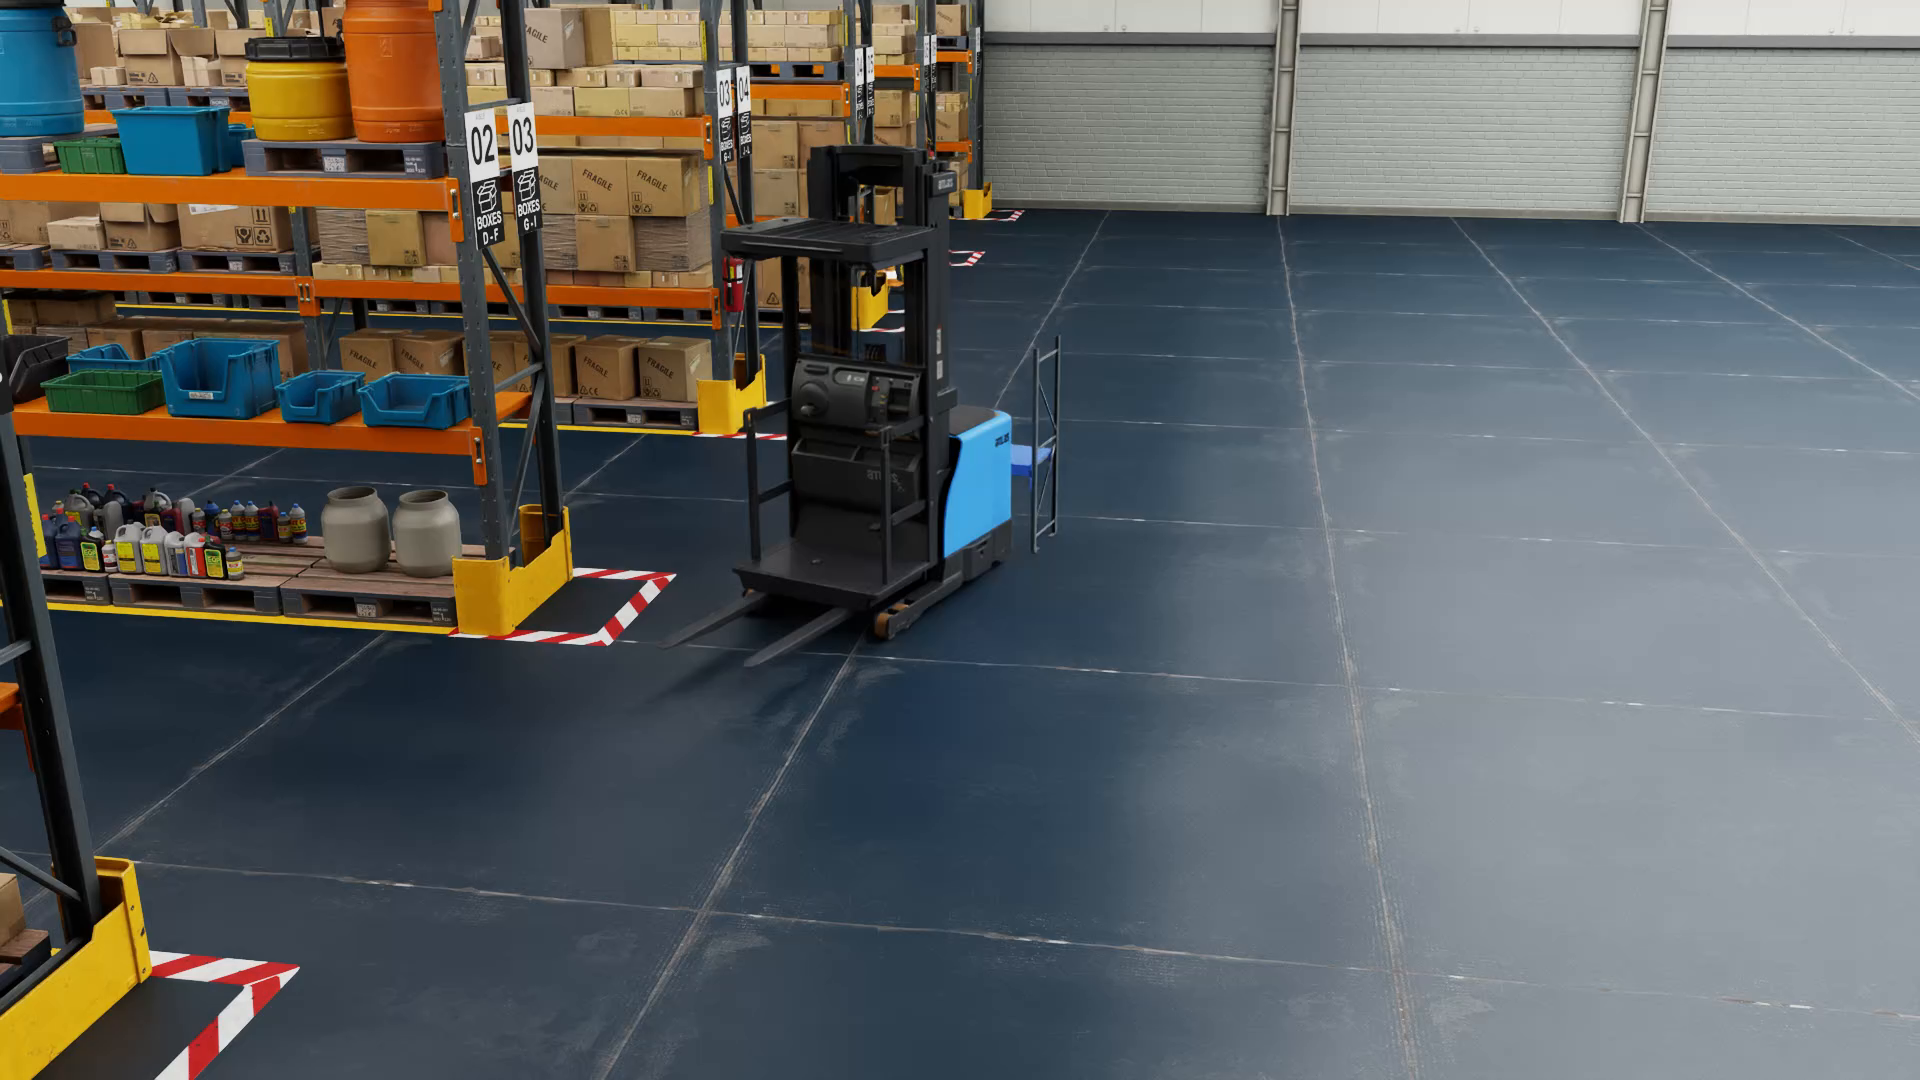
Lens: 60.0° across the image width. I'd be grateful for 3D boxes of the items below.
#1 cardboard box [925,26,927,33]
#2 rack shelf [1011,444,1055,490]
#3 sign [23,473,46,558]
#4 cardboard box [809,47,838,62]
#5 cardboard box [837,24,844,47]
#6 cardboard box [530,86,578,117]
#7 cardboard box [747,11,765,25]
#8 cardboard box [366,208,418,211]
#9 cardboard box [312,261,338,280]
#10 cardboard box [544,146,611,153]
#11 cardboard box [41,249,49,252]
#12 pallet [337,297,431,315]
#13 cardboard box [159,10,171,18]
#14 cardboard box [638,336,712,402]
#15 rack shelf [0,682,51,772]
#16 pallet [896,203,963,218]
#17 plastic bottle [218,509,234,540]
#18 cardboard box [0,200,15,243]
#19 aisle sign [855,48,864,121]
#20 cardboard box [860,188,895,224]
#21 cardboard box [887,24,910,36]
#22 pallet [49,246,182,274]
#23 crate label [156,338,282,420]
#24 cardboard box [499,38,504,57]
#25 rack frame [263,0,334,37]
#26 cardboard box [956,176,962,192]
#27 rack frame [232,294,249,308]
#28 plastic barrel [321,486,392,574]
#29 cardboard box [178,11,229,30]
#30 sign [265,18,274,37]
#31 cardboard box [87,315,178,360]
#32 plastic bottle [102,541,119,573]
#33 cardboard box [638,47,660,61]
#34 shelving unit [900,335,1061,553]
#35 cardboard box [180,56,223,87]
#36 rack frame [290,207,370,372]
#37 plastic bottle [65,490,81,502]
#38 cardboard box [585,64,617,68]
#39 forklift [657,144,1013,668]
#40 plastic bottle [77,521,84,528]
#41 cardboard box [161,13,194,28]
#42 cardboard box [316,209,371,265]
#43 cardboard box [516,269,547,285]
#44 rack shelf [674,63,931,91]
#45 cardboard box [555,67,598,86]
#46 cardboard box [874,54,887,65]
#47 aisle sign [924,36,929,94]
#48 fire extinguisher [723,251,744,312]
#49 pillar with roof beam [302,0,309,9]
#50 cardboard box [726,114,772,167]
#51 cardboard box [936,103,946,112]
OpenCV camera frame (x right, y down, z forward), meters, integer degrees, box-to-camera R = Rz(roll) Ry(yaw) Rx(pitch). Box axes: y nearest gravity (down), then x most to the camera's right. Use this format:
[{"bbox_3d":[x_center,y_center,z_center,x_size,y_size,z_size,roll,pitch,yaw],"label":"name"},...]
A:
[{"bbox_3d":[-0.576,-8.723,28.494,0.250,0.149,0.380,2,19,7],"label":"cardboard box"},{"bbox_3d":[0.147,-0.583,12.249,1.000,0.185,0.538,7,20,21],"label":"rack shelf"},{"bbox_3d":[-3.547,-0.085,6.340,0.005,0.325,0.100,3,19,9],"label":"sign"},{"bbox_3d":[-1.561,-5.576,19.089,0.250,0.149,0.380,3,19,9],"label":"cardboard box"},{"bbox_3d":[-1.615,-5.959,19.606,0.500,0.250,0.500,3,19,9],"label":"cardboard box"},{"bbox_3d":[-3.580,-3.915,14.786,0.500,0.250,0.500,3,19,10],"label":"cardboard box"},{"bbox_3d":[-2.321,-5.992,19.077,0.250,0.149,0.380,3,19,10],"label":"cardboard box"},{"bbox_3d":[-5.117,-3.303,15.246,0.500,0.500,0.500,3,19,9],"label":"cardboard box"},{"bbox_3d":[-5.850,-2.543,15.573,0.250,0.149,0.380,3,19,9],"label":"cardboard box"},{"bbox_3d":[-3.552,-3.394,15.518,0.500,0.500,0.500,3,19,9],"label":"cardboard box"},{"bbox_3d":[-11.817,-3.586,21.572,0.500,0.500,0.500,4,19,11],"label":"cardboard box"},{"bbox_3d":[-7.110,-3.070,21.146,1.213,0.211,1.003,3,19,9],"label":"pallet"},{"bbox_3d":[-14.610,-9.628,30.605,0.500,0.250,0.500,3,19,8],"label":"cardboard box"},{"bbox_3d":[-2.679,-1.617,15.685,0.500,0.500,0.500,7,20,19],"label":"cardboard box"},{"bbox_3d":[-5.615,0.778,6.386,4.000,0.370,1.077,3,19,9],"label":"rack shelf"},{"bbox_3d":[-0.472,-5.929,29.691,1.213,0.211,1.003,3,19,9],"label":"pallet"},{"bbox_3d":[-5.127,-0.112,11.628,0.097,0.201,0.097,0,18,0],"label":"plastic bottle"},{"bbox_3d":[-9.425,-3.201,16.323,0.500,0.500,0.500,1,19,2],"label":"cardboard box"},{"bbox_3d":[-1.157,-5.250,19.171,0.004,0.787,0.394,3,19,9],"label":"aisle sign"},{"bbox_3d":[-1.270,-5.050,25.159,0.500,0.500,0.500,2,19,7],"label":"cardboard box"},{"bbox_3d":[-0.874,-7.277,23.736,0.250,0.149,0.380,3,19,9],"label":"cardboard box"},{"bbox_3d":[-8.003,-2.791,16.220,1.213,0.211,1.003,3,19,9],"label":"pallet"},{"bbox_3d":[-4.711,-1.039,10.626,0.616,0.435,0.502,3,19,9],"label":"crate label"},{"bbox_3d":[-5.685,-6.030,20.264,0.396,0.266,0.258,3,19,8],"label":"cardboard box"},{"bbox_3d":[-6.015,-5.613,14.895,0.127,3.000,1.000,3,19,9],"label":"rack frame"},{"bbox_3d":[-0.240,-6.285,29.244,0.500,0.250,0.500,3,19,8],"label":"cardboard box"},{"bbox_3d":[-9.078,-4.518,21.078,0.127,3.000,1.000,3,19,9],"label":"rack frame"},{"bbox_3d":[-4.008,-0.068,11.039,0.421,0.512,0.421,0,18,0],"label":"plastic barrel"},{"bbox_3d":[-11.518,-7.809,25.367,0.500,0.500,0.500,3,19,8],"label":"cardboard box"},{"bbox_3d":[-6.099,-4.448,14.707,0.005,0.325,0.100,3,19,9],"label":"sign"},{"bbox_3d":[-8.189,-1.914,16.544,0.500,0.500,0.700,5,19,13],"label":"cardboard box"},{"bbox_3d":[-5.607,0.104,10.981,0.097,0.201,0.097,0,18,0],"label":"plastic bottle"},{"bbox_3d":[-3.565,-5.678,19.395,0.250,0.149,0.380,3,19,9],"label":"cardboard box"},{"bbox_3d":[0.147,-0.754,12.192,1.048,1.500,0.538,7,20,21],"label":"shelving unit"},{"bbox_3d":[-6.959,-4.341,15.374,0.258,0.266,0.396,4,19,11],"label":"cardboard box"},{"bbox_3d":[-6.015,-2.768,15.847,0.127,3.000,1.000,3,19,9],"label":"rack frame"},{"bbox_3d":[-6.273,-0.216,11.808,0.133,0.283,0.061,4,19,11],"label":"plastic bottle"},{"bbox_3d":[-3.307,-4.260,15.188,0.250,0.149,0.380,3,19,9],"label":"cardboard box"},{"bbox_3d":[-0.766,-0.927,10.455,1.130,2.935,3.031,10,21,27],"label":"forklift"},{"bbox_3d":[-5.907,0.009,11.154,0.097,0.271,0.097,0,18,0],"label":"plastic bottle"},{"bbox_3d":[-9.518,-6.290,20.282,0.258,0.266,0.396,3,19,9],"label":"cardboard box"},{"bbox_3d":[-5.580,-2.914,15.659,0.500,0.500,0.875,3,19,9],"label":"cardboard box"},{"bbox_3d":[-3.877,-2.439,15.262,0.250,0.149,0.380,3,19,9],"label":"cardboard box"},{"bbox_3d":[-2.468,-6.853,24.464,4.000,0.370,1.077,3,19,9],"label":"rack shelf"},{"bbox_3d":[-3.391,-4.109,14.737,0.250,0.149,0.380,3,19,9],"label":"cardboard box"},{"bbox_3d":[-1.141,-6.907,23.887,0.250,0.149,0.380,3,19,9],"label":"cardboard box"},{"bbox_3d":[-0.478,-6.810,23.831,0.004,0.787,0.394,3,19,9],"label":"aisle sign"},{"bbox_3d":[-2.026,-2.379,14.809,0.183,0.674,0.296,3,19,9],"label":"fire extinguisher"},{"bbox_3d":[-12.785,-9.644,26.944,0.400,9.000,9.100,3,19,9],"label":"pillar with roof beam"},{"bbox_3d":[-2.628,-4.799,19.979,0.550,0.550,0.875,3,19,9],"label":"cardboard box"},{"bbox_3d":[-0.354,-7.514,28.854,0.250,0.149,0.380,3,19,10],"label":"cardboard box"}]
